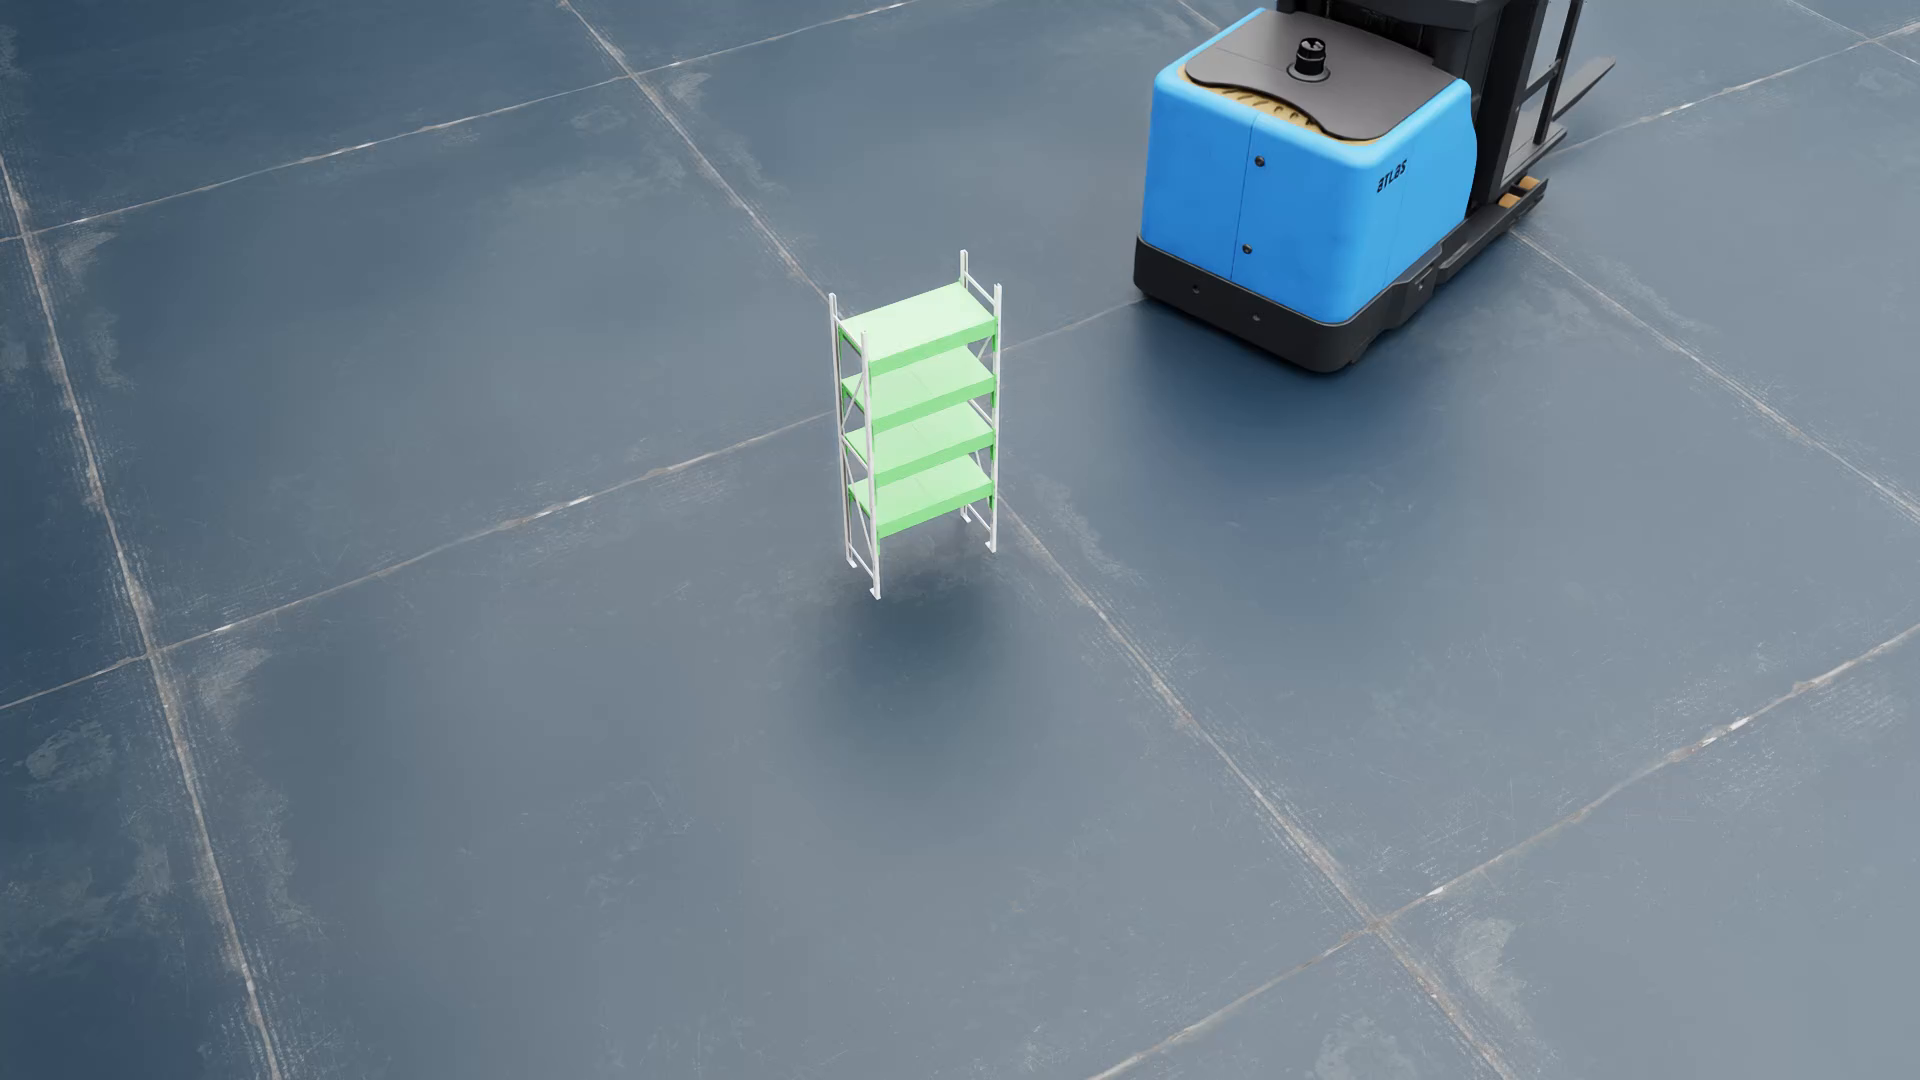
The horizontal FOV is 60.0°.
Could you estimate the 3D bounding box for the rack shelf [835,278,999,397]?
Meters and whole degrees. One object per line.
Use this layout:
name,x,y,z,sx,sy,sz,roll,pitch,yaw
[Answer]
rack shelf,-0.144,-0.672,5.483,0.480,0.148,0.258,-22,48,-21

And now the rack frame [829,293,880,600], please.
rack frame,-0.355,-0.288,5.686,0.015,1.200,0.240,-22,48,-21

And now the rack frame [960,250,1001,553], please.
rack frame,0.068,-0.458,5.860,0.015,1.200,0.240,-22,48,-21

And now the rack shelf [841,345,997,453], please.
rack shelf,-0.144,-0.500,5.650,0.480,0.148,0.258,-22,48,-21

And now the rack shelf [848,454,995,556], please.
rack shelf,-0.144,-0.155,5.985,0.480,0.148,0.258,-22,48,-21

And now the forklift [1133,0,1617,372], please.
forklift,2.103,-2.698,6.926,1.130,2.935,3.031,31,52,28

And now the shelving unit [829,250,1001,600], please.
shelving unit,-0.144,-0.373,5.773,0.503,1.200,0.258,-22,48,-21

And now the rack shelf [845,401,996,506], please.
rack shelf,-0.144,-0.327,5.817,0.480,0.148,0.258,-22,48,-21
